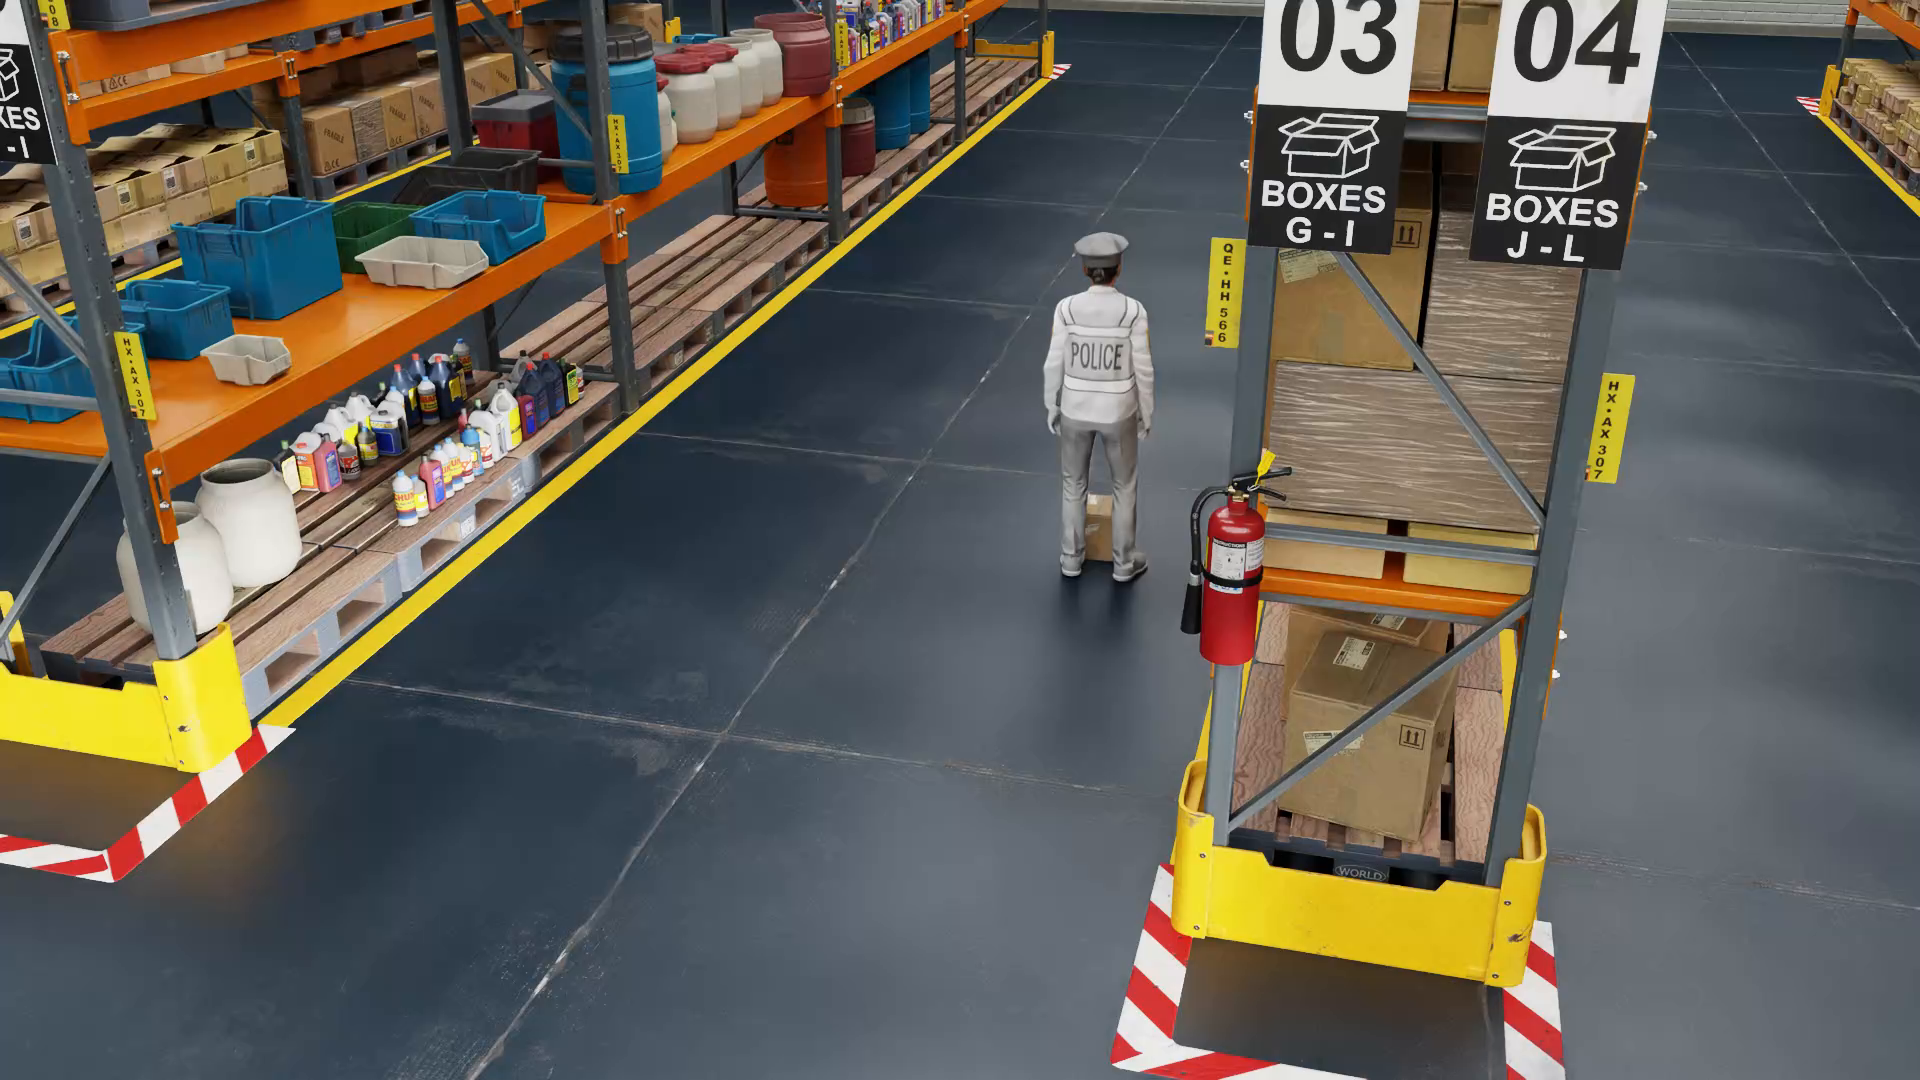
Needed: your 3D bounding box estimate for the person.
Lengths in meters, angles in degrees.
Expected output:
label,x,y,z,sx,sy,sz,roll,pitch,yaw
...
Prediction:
label,x,y,z,sx,sy,sz,roll,pitch,yaw
person,0.655,-0.597,7.859,0.522,1.663,0.371,5,26,11
